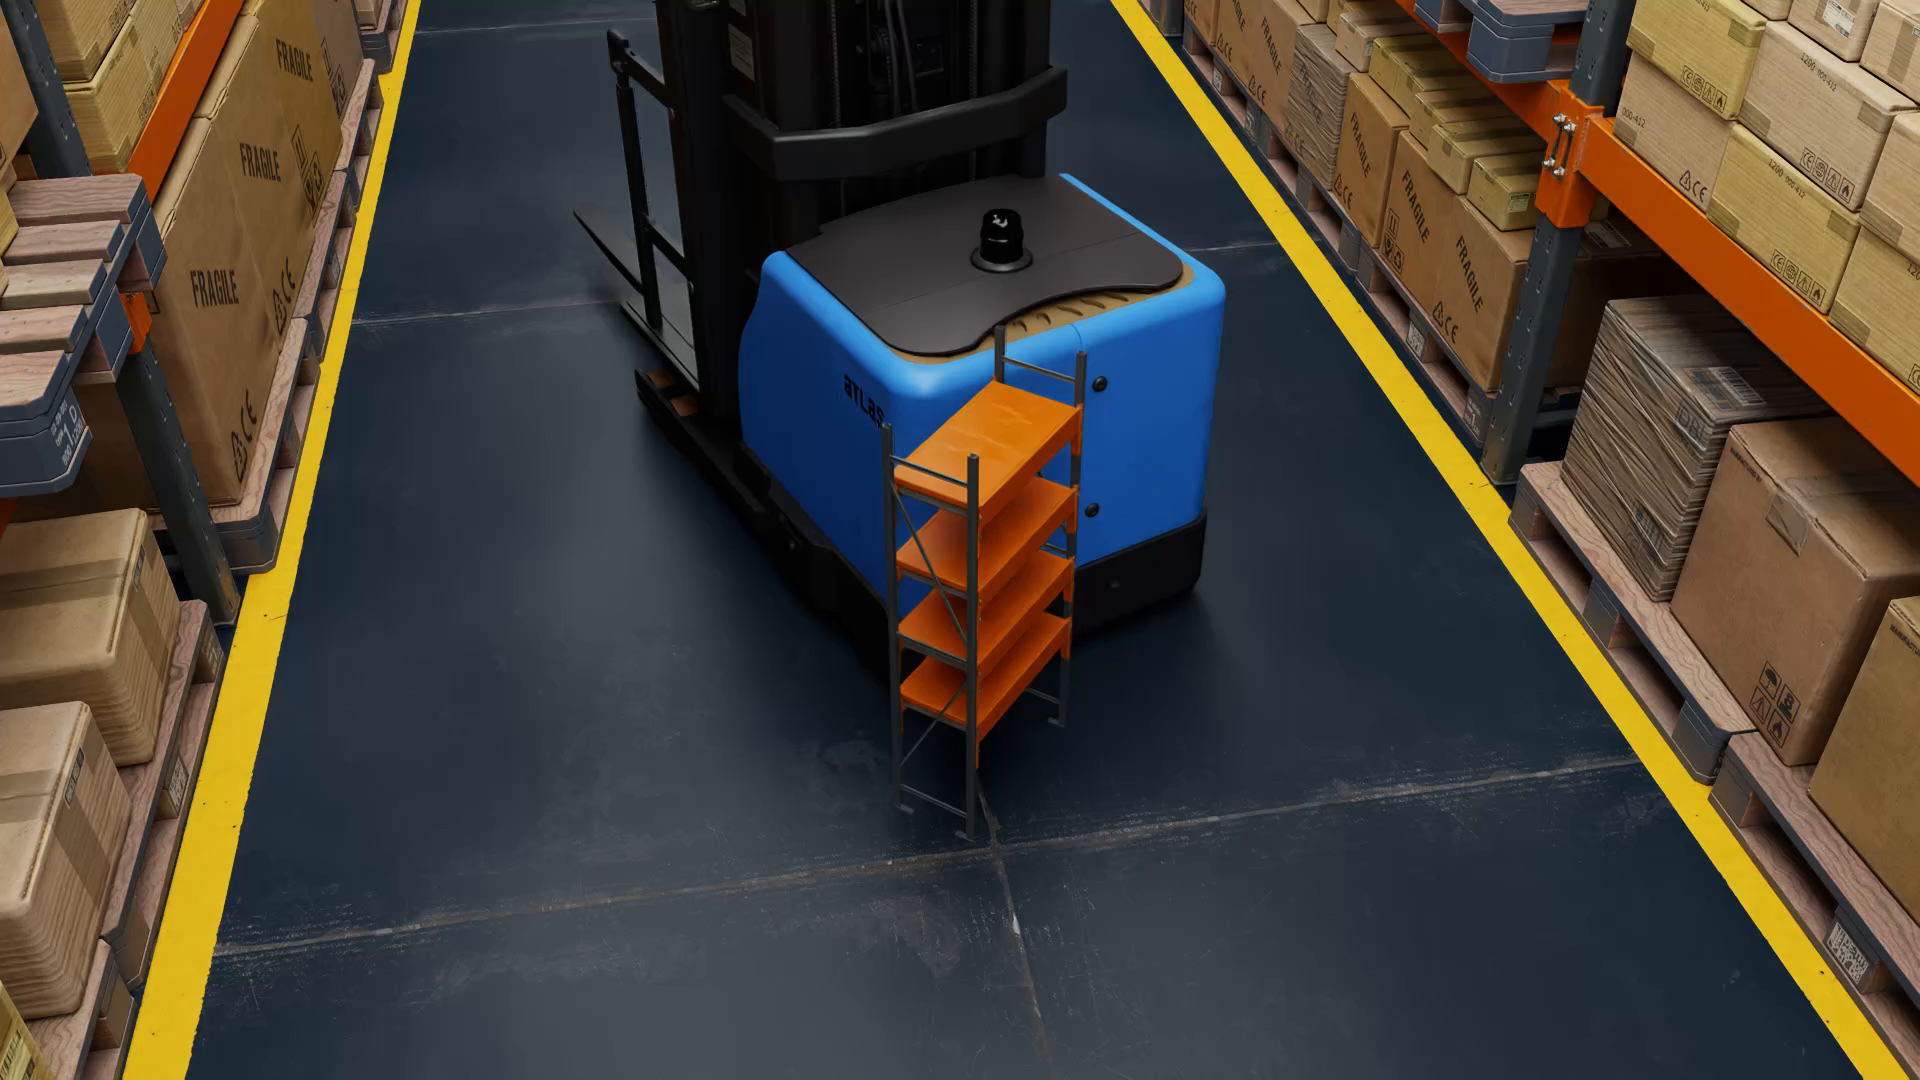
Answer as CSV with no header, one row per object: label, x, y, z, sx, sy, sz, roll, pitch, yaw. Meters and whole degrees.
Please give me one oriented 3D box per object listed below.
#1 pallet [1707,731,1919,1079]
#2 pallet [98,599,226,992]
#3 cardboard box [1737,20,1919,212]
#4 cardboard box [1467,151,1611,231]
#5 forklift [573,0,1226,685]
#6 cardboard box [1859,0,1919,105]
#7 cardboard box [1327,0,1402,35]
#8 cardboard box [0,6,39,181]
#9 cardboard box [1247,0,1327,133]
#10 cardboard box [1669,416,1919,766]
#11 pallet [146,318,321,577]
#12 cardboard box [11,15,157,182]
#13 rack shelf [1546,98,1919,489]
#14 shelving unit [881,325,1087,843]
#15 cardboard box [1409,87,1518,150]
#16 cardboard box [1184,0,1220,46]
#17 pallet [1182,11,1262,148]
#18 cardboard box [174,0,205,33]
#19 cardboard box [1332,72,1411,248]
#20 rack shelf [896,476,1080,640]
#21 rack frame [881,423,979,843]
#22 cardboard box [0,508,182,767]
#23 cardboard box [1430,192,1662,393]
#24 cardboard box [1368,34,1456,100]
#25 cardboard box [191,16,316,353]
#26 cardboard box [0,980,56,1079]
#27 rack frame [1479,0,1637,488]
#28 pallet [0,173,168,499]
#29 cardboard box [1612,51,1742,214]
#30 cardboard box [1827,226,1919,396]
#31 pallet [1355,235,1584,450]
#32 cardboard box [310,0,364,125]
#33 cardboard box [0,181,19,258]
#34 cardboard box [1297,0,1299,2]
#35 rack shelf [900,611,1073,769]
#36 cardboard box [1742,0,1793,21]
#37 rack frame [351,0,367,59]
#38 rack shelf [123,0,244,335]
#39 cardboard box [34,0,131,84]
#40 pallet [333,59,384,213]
pallet,2.556,0.892,3.930,1.003,0.211,1.213,-6,38,-8
pallet,-2.511,0.664,4.224,1.003,0.211,1.213,-6,38,-8
cardboard box,2.163,-0.987,3.791,0.500,0.250,0.500,-5,38,-7
cardboard box,1.903,-1.152,5.454,0.380,0.149,0.250,-8,39,-10
forklift,-0.467,-1.617,4.943,1.130,2.935,3.031,-20,42,-24
cardboard box,2.182,-1.047,3.543,0.380,0.149,0.250,-6,38,-7
cardboard box,1.705,-2.110,6.687,0.380,0.149,0.250,-6,38,-8
cardboard box,-2.294,-0.988,3.410,0.500,0.500,0.500,-7,38,-9
cardboard box,1.587,-2.102,7.206,0.500,0.500,0.500,-7,38,-9
cardboard box,2.457,0.098,4.272,0.875,0.625,0.625,-5,38,-6
pallet,-2.711,-0.293,5.455,1.003,0.211,1.213,-6,38,-8
cardboard box,-2.485,-1.173,4.437,0.500,0.250,0.500,-7,38,-9
rack shelf,2.590,0.046,3.332,1.077,0.370,4.000,-6,38,-8
shelving unit,0.062,0.132,4.102,0.258,1.200,0.503,21,42,24
cardboard box,1.822,-1.477,5.873,0.380,0.149,0.250,-7,38,-9
cardboard box,1.401,-2.724,8.007,0.500,0.500,0.500,-5,38,-6
pallet,1.718,-2.273,8.004,1.003,0.211,1.213,-6,38,-8
cardboard box,-2.679,-1.799,5.243,0.500,0.250,0.500,-5,38,-6
cardboard box,1.782,-1.476,6.400,0.500,0.500,0.500,-5,38,-6
rack shelf,0.062,0.009,4.006,0.258,0.148,0.480,21,42,24
rack frame,-0.066,0.260,3.938,0.240,1.200,0.015,21,42,24
cardboard box,-2.558,0.304,4.213,0.950,0.372,0.625,-9,39,-11
cardboard box,1.953,-0.857,5.603,0.500,0.500,0.500,-5,38,-7
cardboard box,1.776,-1.792,6.278,0.380,0.149,0.250,-7,38,-9
cardboard box,-2.839,-1.202,5.742,0.875,0.875,0.875,-6,38,-7
cardboard box,-2.293,1.208,3.050,0.950,0.372,0.625,-5,38,-6
rack frame,2.239,-1.446,4.666,1.000,3.000,0.127,-6,38,-8
pallet,-2.417,-0.415,3.496,1.213,0.211,1.003,-6,38,-8
cardboard box,2.076,-1.092,4.333,0.500,0.250,0.500,-6,38,-8
cardboard box,2.257,-0.478,3.542,0.500,0.250,0.500,-7,38,-9
pallet,2.146,-0.800,6.107,1.003,0.211,1.213,-6,38,-8
cardboard box,-3.161,-2.287,7.138,0.875,0.875,0.875,-5,38,-7
cardboard box,-2.240,-0.650,3.504,0.380,0.149,0.250,-6,38,-7
cardboard box,1.588,-2.420,7.086,0.380,0.149,0.250,-6,38,-8
rack shelf,0.062,0.342,4.265,0.258,0.148,0.480,21,42,24
cardboard box,2.053,-1.356,3.941,0.380,0.149,0.250,-5,38,-7
rack frame,-3.348,-3.326,7.086,1.000,3.000,0.127,-6,38,-8
rack shelf,-2.998,-1.834,5.752,1.077,0.370,4.000,-6,38,-8
cardboard box,-2.493,-1.381,4.297,0.500,0.250,0.500,-6,38,-8
pallet,-3.139,-1.767,7.352,1.003,0.211,1.213,-6,38,-8
